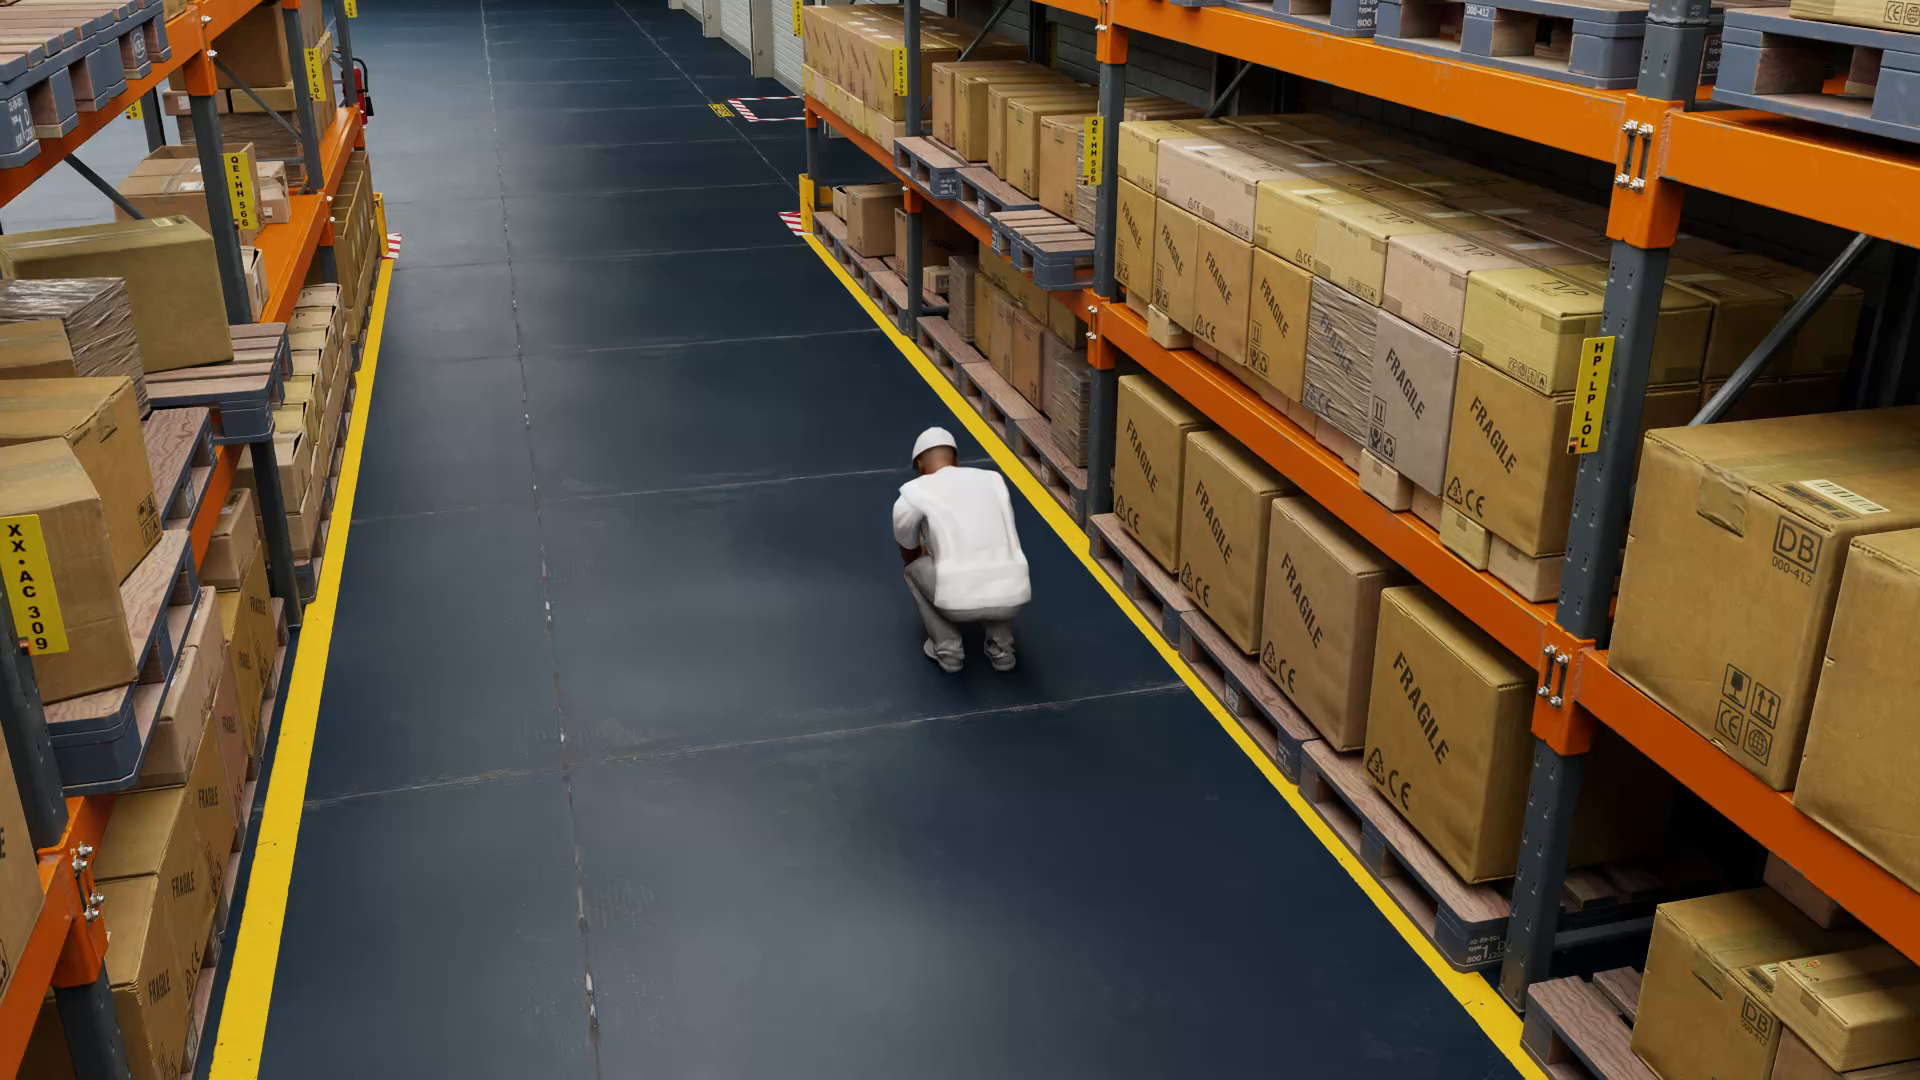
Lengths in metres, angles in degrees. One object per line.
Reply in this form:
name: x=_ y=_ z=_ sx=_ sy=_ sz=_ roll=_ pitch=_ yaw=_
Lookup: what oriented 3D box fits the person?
person: x=-0.005 y=0.045 z=7.462 sx=0.581 sy=0.998 sz=0.875 roll=-6 pitch=24 yaw=-14
